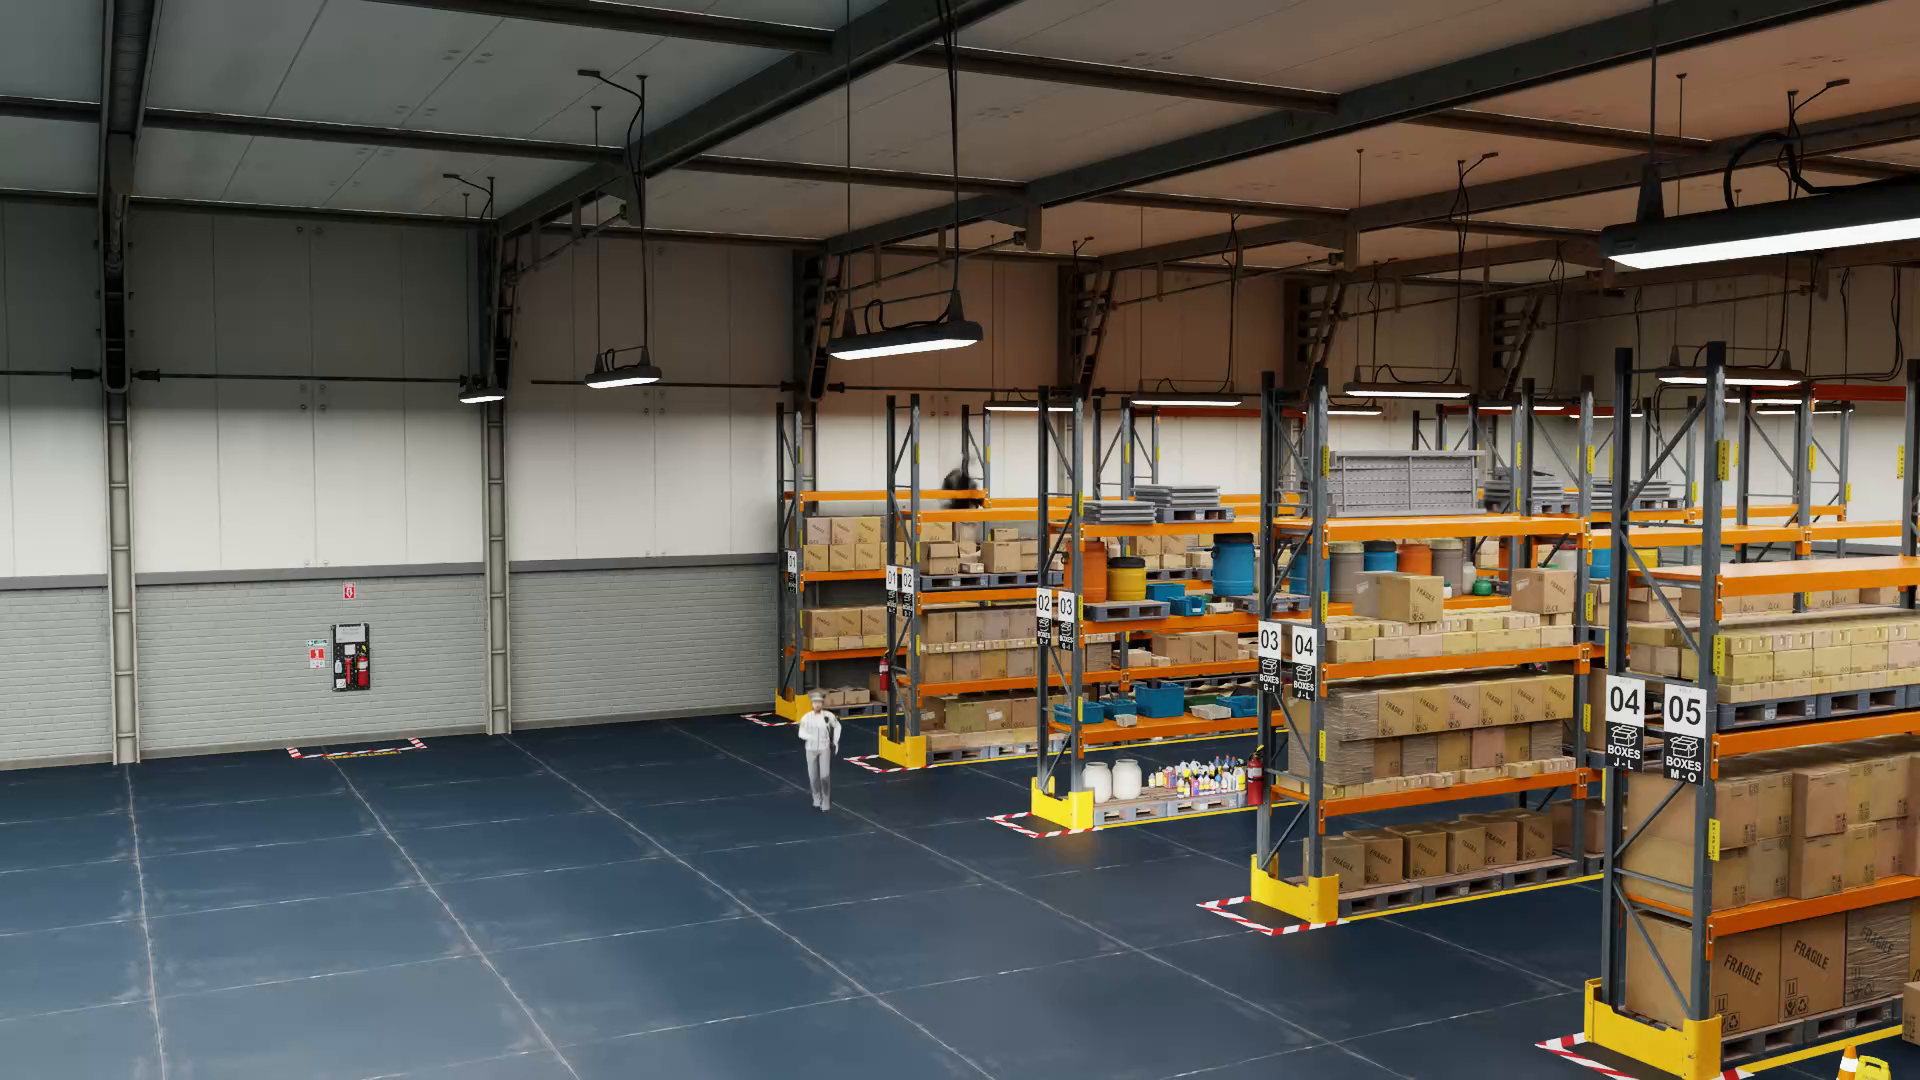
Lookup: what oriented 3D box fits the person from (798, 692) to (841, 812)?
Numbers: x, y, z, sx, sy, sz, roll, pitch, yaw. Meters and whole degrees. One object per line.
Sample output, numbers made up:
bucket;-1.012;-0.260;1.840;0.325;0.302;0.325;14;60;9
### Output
person;-1.986;2.993;23.483;0.581;1.693;0.677;0;3;0
